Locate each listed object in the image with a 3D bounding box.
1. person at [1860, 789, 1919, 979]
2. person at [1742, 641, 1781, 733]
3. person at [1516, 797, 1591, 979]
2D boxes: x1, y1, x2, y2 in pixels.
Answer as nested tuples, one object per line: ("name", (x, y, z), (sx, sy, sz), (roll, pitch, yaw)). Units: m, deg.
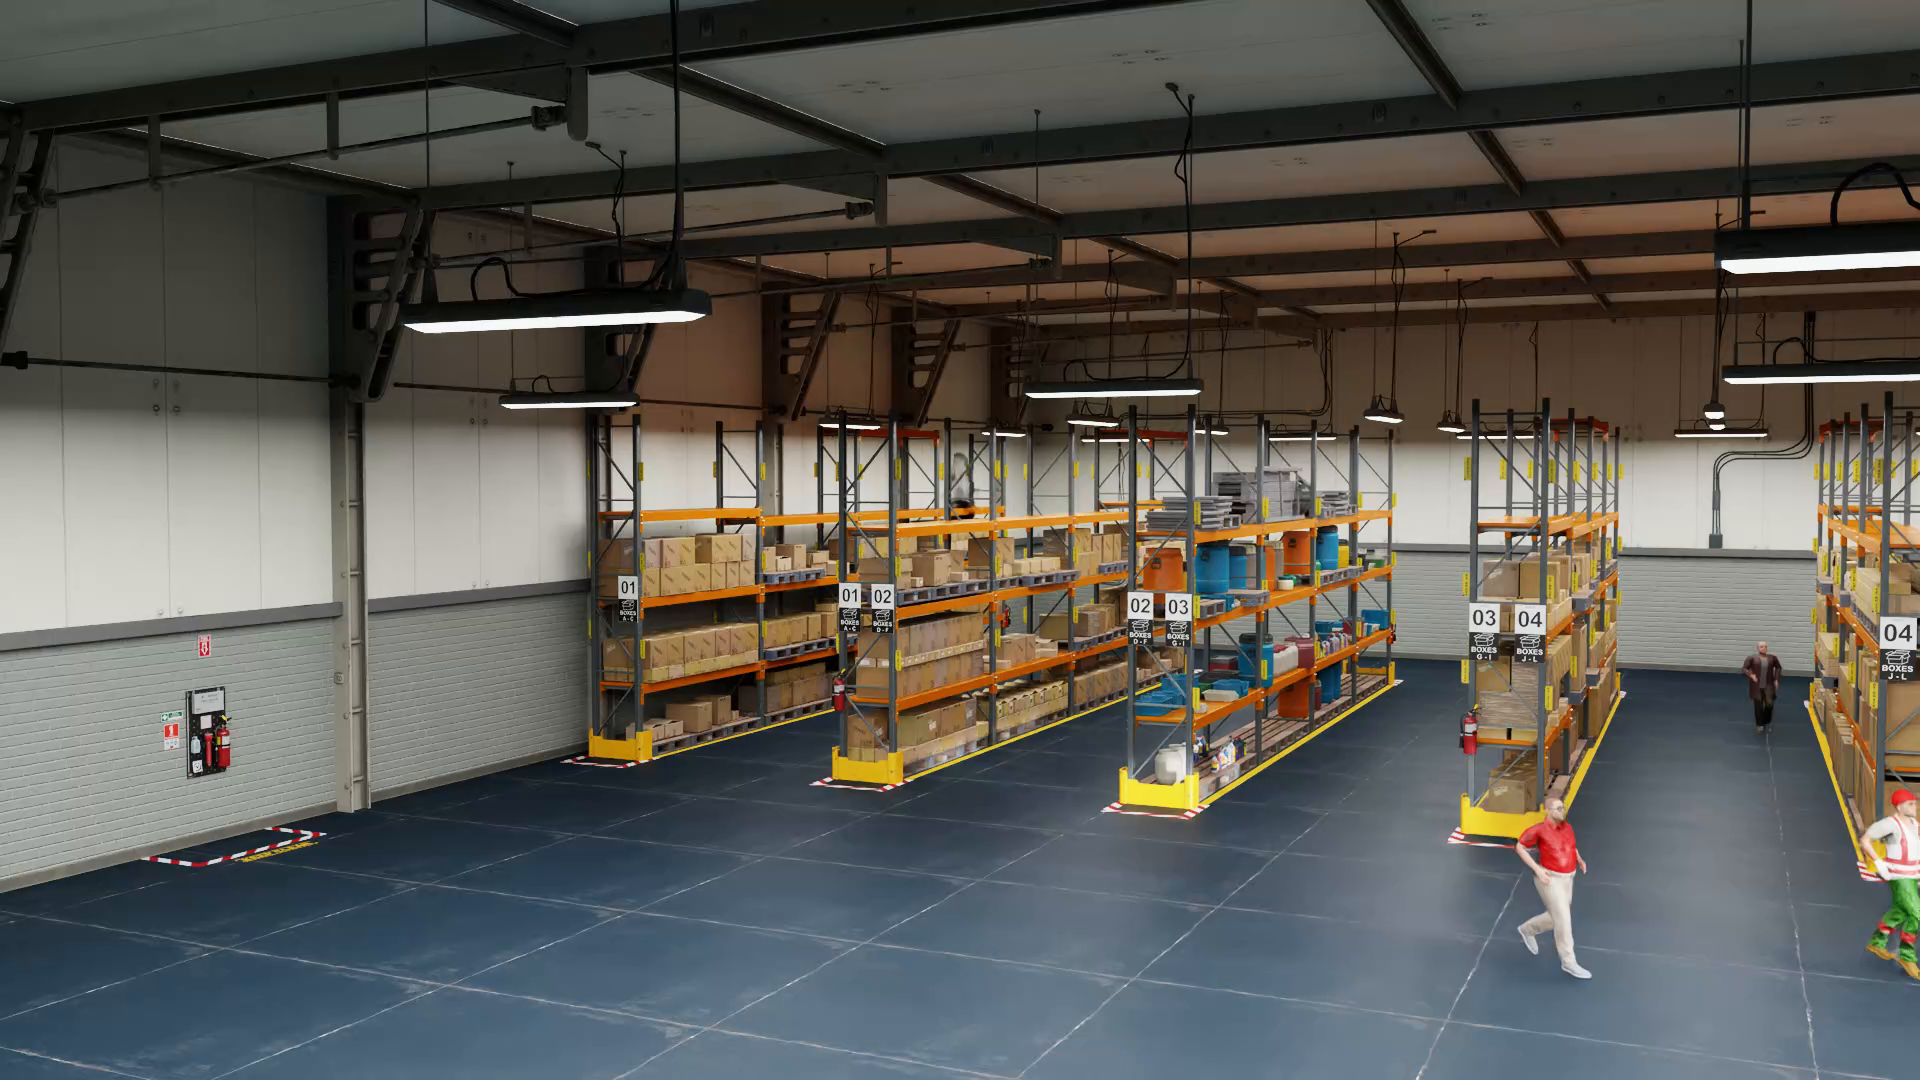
("person", (9.458, 3.420, 16.672), (0.646, 1.845, 0.758), (-1, 3, -31))
("person", (15.328, 2.817, 31.781), (0.710, 1.757, 0.696), (1, 3, 20))
("person", (5.974, 3.442, 16.682), (0.672, 1.717, 0.877), (-2, 3, -34))
